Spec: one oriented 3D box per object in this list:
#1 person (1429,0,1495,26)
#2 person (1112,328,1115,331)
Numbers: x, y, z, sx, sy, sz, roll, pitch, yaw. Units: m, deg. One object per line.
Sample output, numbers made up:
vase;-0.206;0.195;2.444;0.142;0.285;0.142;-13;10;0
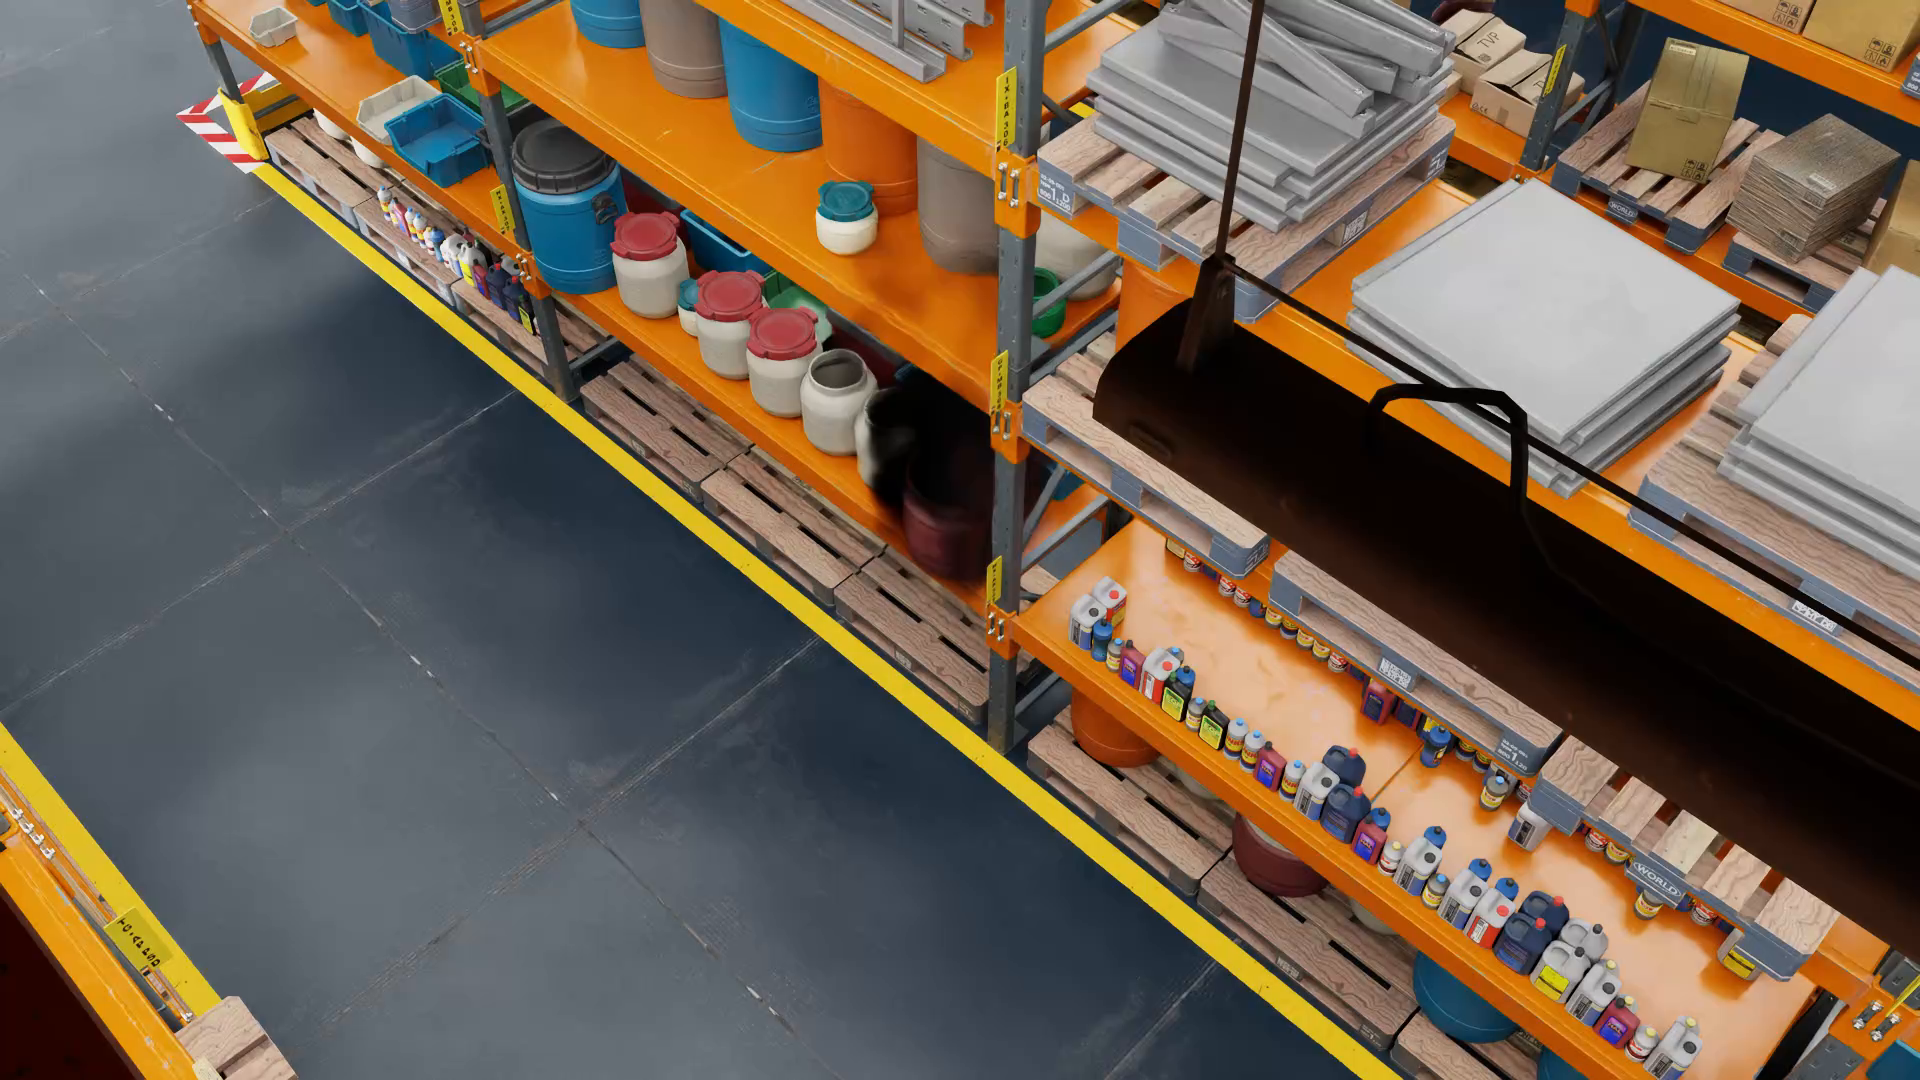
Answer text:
person;3.996;-4.242;12.866;0.620;1.677;0.561;29;56;22
person;1.047;-0.988;9.698;0.699;1.891;0.641;33;58;25
